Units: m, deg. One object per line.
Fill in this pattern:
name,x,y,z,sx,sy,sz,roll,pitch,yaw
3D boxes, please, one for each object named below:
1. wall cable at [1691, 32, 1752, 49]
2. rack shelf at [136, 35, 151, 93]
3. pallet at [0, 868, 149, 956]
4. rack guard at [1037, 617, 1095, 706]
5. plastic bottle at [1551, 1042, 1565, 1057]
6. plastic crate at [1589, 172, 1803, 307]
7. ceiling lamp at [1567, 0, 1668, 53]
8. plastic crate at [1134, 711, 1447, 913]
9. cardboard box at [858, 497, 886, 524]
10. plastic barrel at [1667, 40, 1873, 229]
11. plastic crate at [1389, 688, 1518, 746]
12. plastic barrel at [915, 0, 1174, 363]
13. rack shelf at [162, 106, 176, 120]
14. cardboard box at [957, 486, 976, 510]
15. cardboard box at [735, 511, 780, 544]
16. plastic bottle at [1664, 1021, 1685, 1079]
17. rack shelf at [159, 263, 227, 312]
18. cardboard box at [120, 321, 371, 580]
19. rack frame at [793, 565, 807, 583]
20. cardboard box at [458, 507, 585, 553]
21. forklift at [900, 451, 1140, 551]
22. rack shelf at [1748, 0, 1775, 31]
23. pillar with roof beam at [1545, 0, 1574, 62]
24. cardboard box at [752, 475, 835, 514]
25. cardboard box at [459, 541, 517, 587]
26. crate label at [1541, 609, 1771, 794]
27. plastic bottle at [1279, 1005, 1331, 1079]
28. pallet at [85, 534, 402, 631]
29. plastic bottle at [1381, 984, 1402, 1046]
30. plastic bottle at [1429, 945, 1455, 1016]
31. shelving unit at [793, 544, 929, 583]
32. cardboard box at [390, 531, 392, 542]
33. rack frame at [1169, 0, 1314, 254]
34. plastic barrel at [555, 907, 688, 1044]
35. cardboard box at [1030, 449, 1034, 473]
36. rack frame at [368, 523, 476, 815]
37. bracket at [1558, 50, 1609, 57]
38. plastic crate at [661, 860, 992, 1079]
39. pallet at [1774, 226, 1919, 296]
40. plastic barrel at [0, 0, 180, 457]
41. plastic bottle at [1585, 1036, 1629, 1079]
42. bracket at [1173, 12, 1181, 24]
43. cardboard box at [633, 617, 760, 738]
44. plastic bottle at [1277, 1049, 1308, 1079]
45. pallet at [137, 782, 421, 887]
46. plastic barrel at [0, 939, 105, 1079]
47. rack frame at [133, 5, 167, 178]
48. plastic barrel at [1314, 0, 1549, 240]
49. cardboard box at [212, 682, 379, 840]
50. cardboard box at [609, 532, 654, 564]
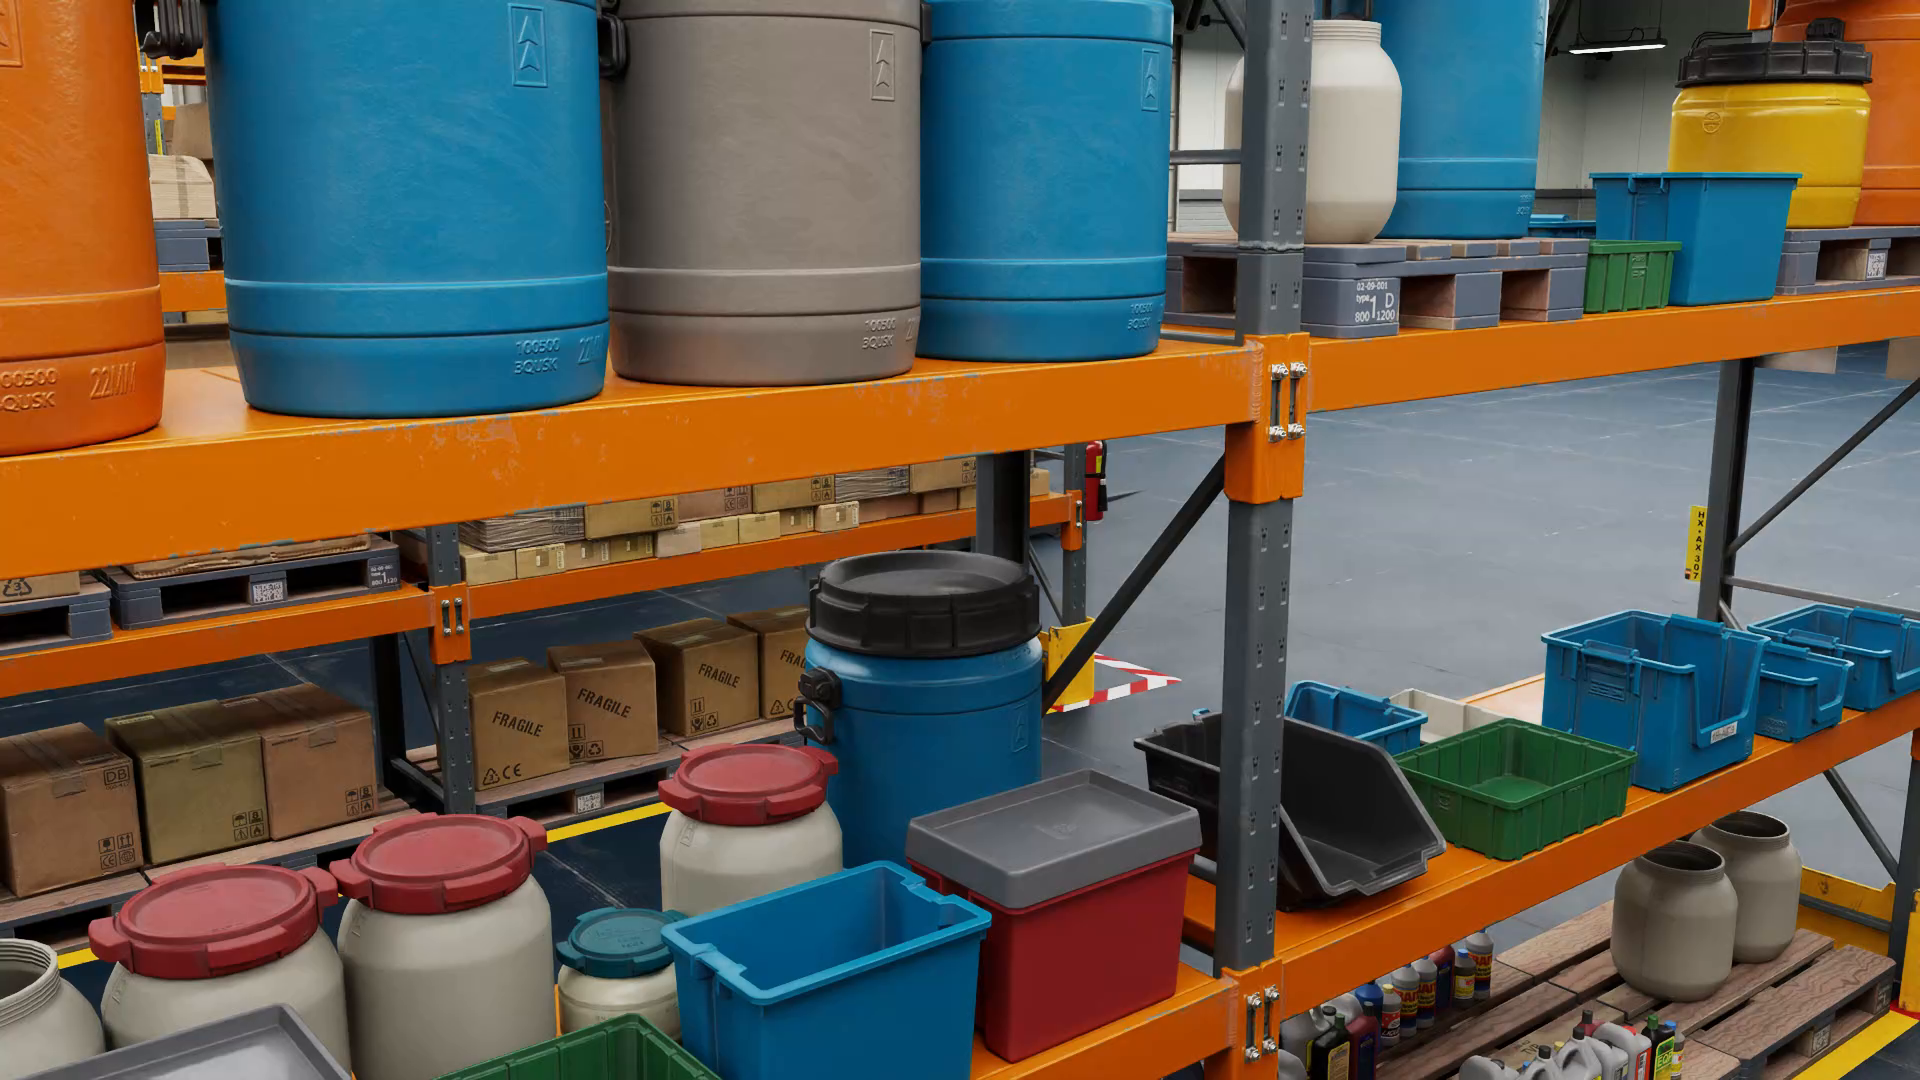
wall cable,18.270,-10.536,38.399,0.112,2.526,3.097,-9,15,-38
rack shelf,-7.276,-2.986,10.223,4.000,0.370,1.077,-9,15,-38
pallet,-4.255,1.583,7.165,1.213,0.211,1.003,-9,15,-38
rack guard,0.370,0.672,10.760,0.348,0.500,1.175,-9,15,-38
plastic bottle,1.948,1.734,5.417,0.097,0.201,0.097,0,12,0
plastic crate,2.222,-0.920,5.058,0.575,0.384,0.392,-9,15,-38
ceiling lamp,13.403,-11.439,33.282,0.800,3.185,2.000,-9,15,-38
plastic crate,0.888,0.745,4.548,0.504,0.338,0.767,-9,15,-38
cardboard box,-0.631,-0.202,9.464,0.250,0.149,0.380,-9,15,-38
plastic barrel,2.712,-1.353,5.595,0.600,0.588,0.600,0,12,0
plastic crate,1.509,0.639,5.532,0.437,0.136,0.530,-9,15,-38
plastic barrel,0.138,-0.849,3.479,0.708,0.901,0.600,-9,15,-38
rack shelf,-10.427,-5.100,20.176,4.000,0.370,1.077,-9,15,-38
cardboard box,-0.023,-0.294,9.896,0.250,0.149,0.380,-9,15,-38
cardboard box,-1.176,-0.094,8.957,0.250,0.149,0.380,-9,15,-38
plastic bottle,2.363,1.706,5.551,0.097,0.201,0.097,0,12,0
rack shelf,-4.256,-0.897,6.643,4.000,0.370,1.077,-9,15,-38
cardboard box,-3.402,-0.460,7.618,1.000,1.000,1.000,-9,15,-37
rack frame,-1.319,-0.249,13.596,0.032,1.125,0.500,-3,12,-14
cardboard box,-2.305,-0.284,8.289,0.500,0.500,0.875,-9,15,-38
forklift,0.450,-1.525,15.252,3.031,2.935,1.130,-11,17,-43
rack shelf,1.961,-1.885,5.034,4.000,0.370,1.077,-9,15,-38
pillar with roof beam,16.143,-9.157,36.589,0.548,9.000,9.100,-9,15,-38
cardboard box,-1.148,-0.483,9.224,0.500,0.500,0.875,-9,15,-38
cardboard box,-2.339,0.102,8.030,0.250,0.149,0.380,-9,15,-38
crate label,2.255,0.508,5.428,0.616,0.435,0.502,-9,15,-38
plastic bottle,1.124,1.645,5.477,0.185,0.351,0.144,-10,15,-38
pallet,-3.382,0.128,7.766,1.213,0.211,1.003,-9,15,-38
plastic bottle,1.489,1.652,5.807,0.097,0.201,0.097,0,12,0
plastic bottle,1.724,1.568,6.005,0.133,0.283,0.061,-9,15,-37
shelving unit,-0.828,-0.276,13.722,1.048,1.125,0.538,-3,12,-14
cardboard box,-4.478,-0.213,13.014,0.875,0.875,0.875,-9,15,-37
rack frame,0.400,-2.173,3.696,0.127,3.000,1.000,-9,15,-38
plastic barrel,-0.730,0.976,3.642,0.301,0.262,0.301,0,12,0
cardboard box,-0.018,-0.688,10.190,0.500,0.500,0.875,-9,15,-38
rack frame,-2.695,-0.041,8.102,0.127,3.000,1.000,-9,15,-38
bracket,15.389,-11.843,40.573,3.189,0.066,0.076,-9,15,-38
plastic crate,-0.267,0.963,3.409,0.575,0.384,0.392,-9,15,-38
pallet,2.816,-1.040,6.040,1.213,0.211,1.003,-9,15,-38
plastic barrel,-1.436,-0.553,2.254,0.708,0.830,0.600,-9,15,-38
plastic bottle,2.041,1.716,5.325,0.135,0.276,0.152,-10,16,-39
bracket,3.981,-9.948,31.646,0.430,0.232,0.235,-9,15,-38
cardboard box,-1.479,0.762,9.327,0.500,0.500,0.500,-11,16,-43
plastic bottle,0.984,1.745,5.189,0.135,0.276,0.152,-9,15,-38
pallet,-3.302,1.424,7.915,1.213,0.211,1.003,-9,15,-38
plastic barrel,-1.725,1.004,2.912,0.421,0.512,0.421,0,12,0
rack frame,-5.714,-3.794,11.329,0.127,3.000,1.000,-9,15,-38
plastic barrel,1.244,-1.268,4.438,0.708,0.901,0.600,-9,15,-38
cardboard box,-3.187,1.042,7.957,0.500,0.500,0.700,-11,16,-42
cardboard box,-1.768,0.001,8.507,0.250,0.149,0.380,-9,15,-38
